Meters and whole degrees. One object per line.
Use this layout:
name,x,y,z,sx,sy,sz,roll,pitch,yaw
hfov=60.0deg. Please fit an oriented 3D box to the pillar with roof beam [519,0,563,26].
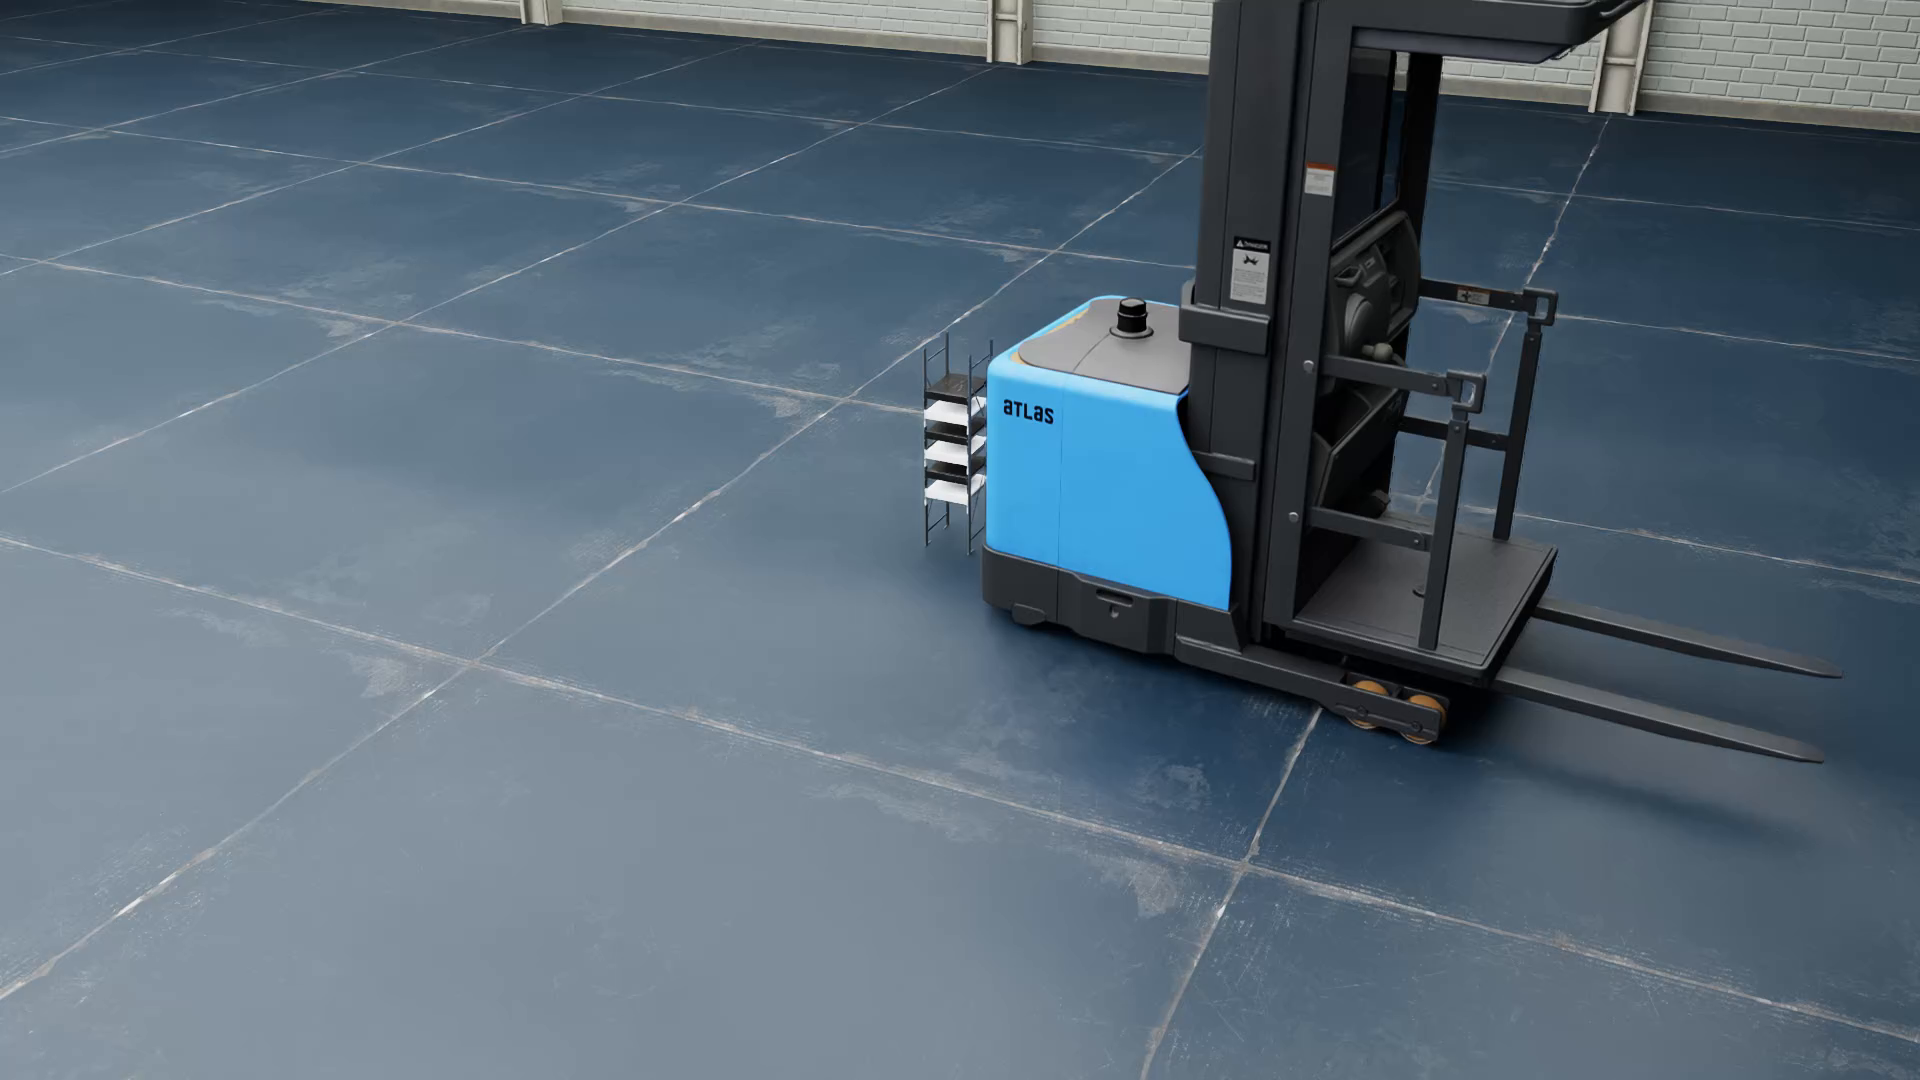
pillar with roof beam,-6.722,-8.439,14.203,0.400,9.000,9.100,11,28,22

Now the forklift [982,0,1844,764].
forklift,1.620,-0.871,5.701,3.031,2.935,1.130,15,30,27

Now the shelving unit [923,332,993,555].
shelving unit,-0.007,-0.405,7.054,0.210,0.900,0.258,11,28,22

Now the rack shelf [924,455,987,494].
rack shelf,-0.007,-0.295,7.109,0.200,0.077,0.258,11,28,22

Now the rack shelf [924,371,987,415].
rack shelf,-0.007,-0.618,6.950,0.200,0.077,0.258,11,28,22

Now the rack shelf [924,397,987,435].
rack shelf,-0.007,-0.537,6.989,0.200,0.077,0.258,11,28,22

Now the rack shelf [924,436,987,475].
rack shelf,-0.007,-0.375,7.069,0.200,0.077,0.258,11,28,22

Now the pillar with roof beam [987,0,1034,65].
pillar with roof beam,-1.260,-7.342,11.974,0.400,9.000,9.100,11,28,22

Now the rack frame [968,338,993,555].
rack frame,0.085,-0.387,7.017,0.006,0.900,0.240,11,28,22

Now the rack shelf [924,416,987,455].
rack shelf,-0.007,-0.456,7.029,0.200,0.077,0.258,11,28,22

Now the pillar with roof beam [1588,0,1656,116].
pillar with roof beam,4.202,-6.245,9.746,0.400,9.000,9.100,11,28,22

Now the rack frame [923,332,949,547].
rack frame,-0.100,-0.424,7.092,0.006,0.900,0.240,11,28,22

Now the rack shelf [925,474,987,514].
rack shelf,-0.007,-0.214,7.148,0.200,0.077,0.258,11,28,22
